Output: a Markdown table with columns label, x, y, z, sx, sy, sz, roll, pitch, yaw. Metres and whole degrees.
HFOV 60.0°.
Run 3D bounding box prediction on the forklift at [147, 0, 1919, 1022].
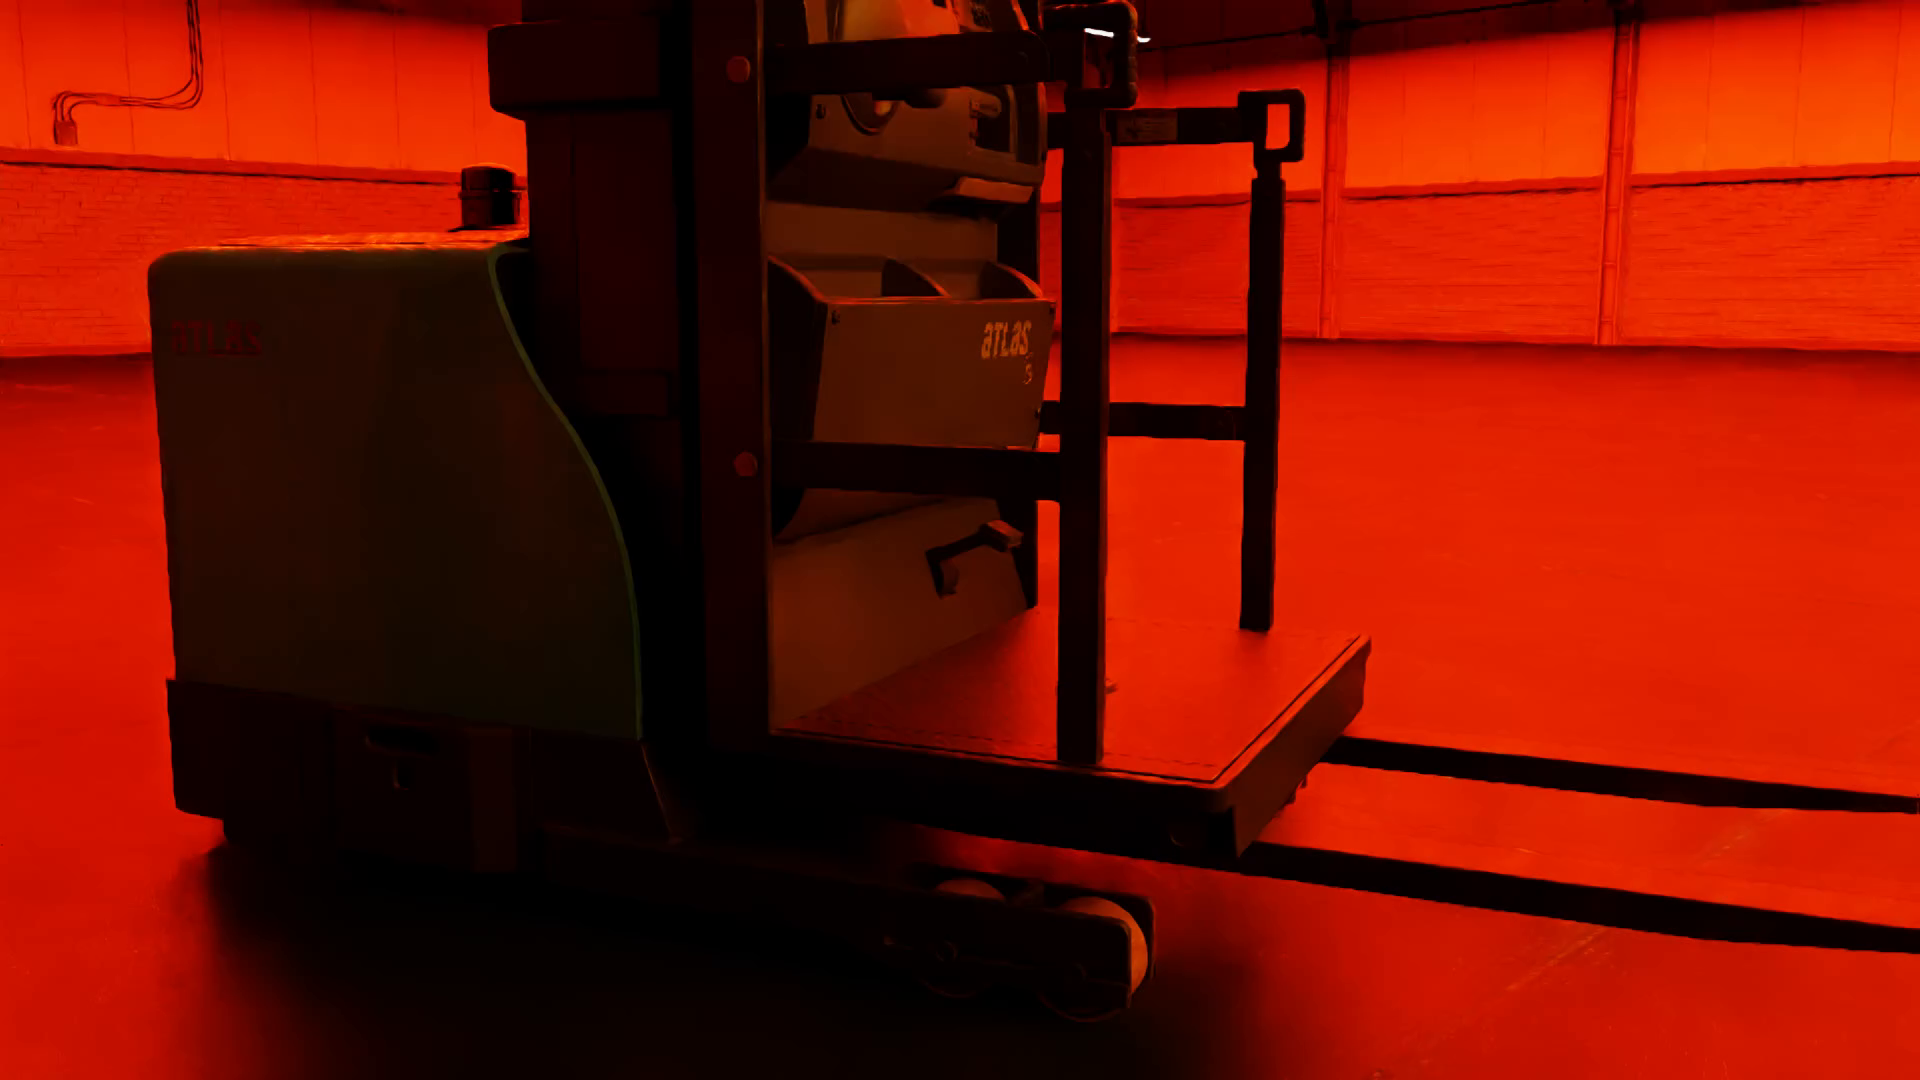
| label | x | y | z | sx | sy | sz | roll | pitch | yaw |
| --- | --- | --- | --- | --- | --- | --- | --- | --- | --- |
| forklift | 0.124 | -0.874 | 2.675 | 3.031 | 2.935 | 1.130 | 4 | 9 | 24 |
